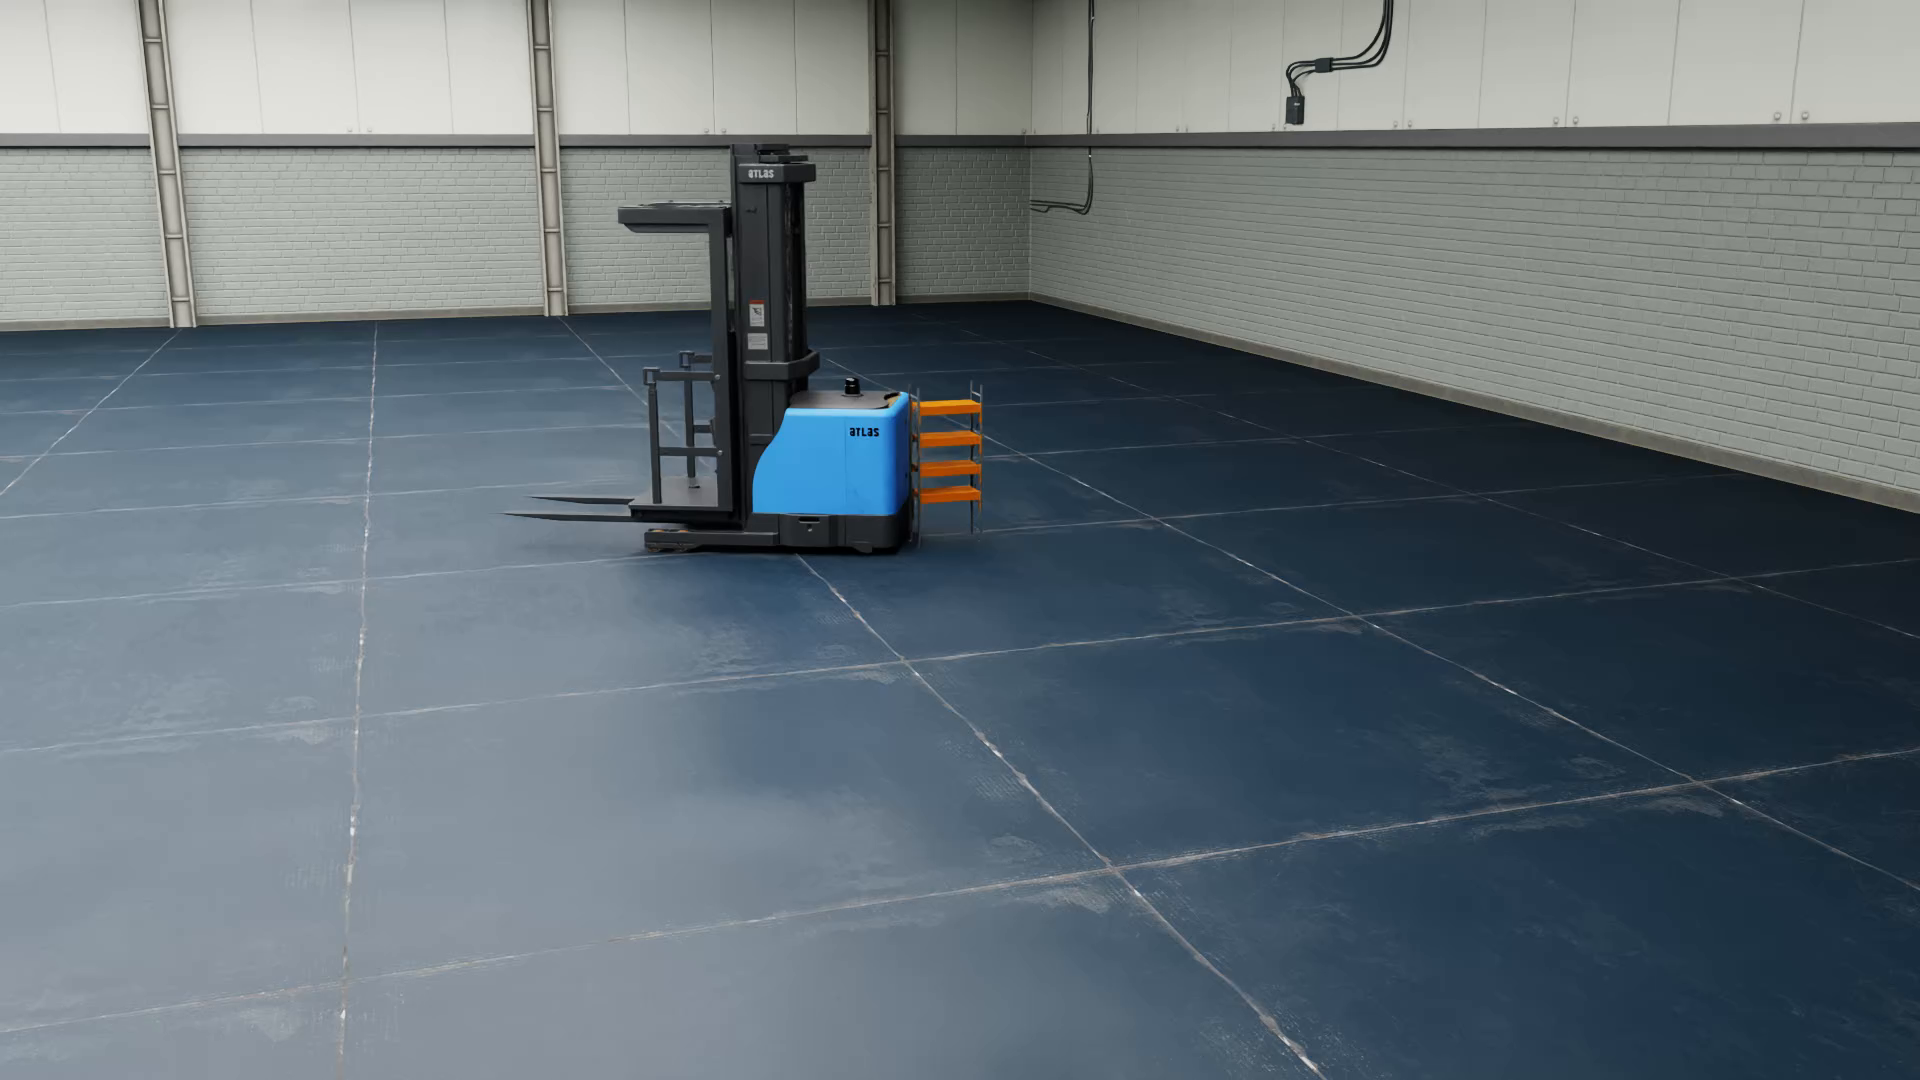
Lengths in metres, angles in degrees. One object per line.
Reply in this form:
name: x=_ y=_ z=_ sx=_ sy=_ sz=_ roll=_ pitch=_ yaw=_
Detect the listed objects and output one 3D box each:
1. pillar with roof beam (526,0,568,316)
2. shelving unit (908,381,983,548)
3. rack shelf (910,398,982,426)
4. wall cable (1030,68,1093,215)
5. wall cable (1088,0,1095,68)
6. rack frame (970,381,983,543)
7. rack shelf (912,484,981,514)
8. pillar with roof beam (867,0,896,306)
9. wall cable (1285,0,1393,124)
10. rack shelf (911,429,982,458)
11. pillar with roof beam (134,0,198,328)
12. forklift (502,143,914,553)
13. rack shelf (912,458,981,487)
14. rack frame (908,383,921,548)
pillar with roof beam: x=-5.751 y=-7.403 z=24.318 sx=0.400 sy=9.000 sz=9.100 roll=-4 pitch=14 yaw=-18
shelving unit: x=-0.106 y=-0.570 z=12.447 sx=0.503 sy=1.200 sz=0.258 roll=-4 pitch=14 yaw=-18
rack shelf: x=-0.106 y=-0.953 z=12.356 sx=0.480 sy=0.148 sz=0.258 roll=-4 pitch=14 yaw=-18
wall cable: x=1.777 y=-7.206 z=30.203 sx=0.112 sy=2.526 sz=3.097 roll=-4 pitch=14 yaw=-18
wall cable: x=2.640 y=-9.070 z=27.124 sx=0.112 sy=2.526 sz=3.097 roll=-4 pitch=14 yaw=-18
rack frame: x=0.125 y=-0.588 z=12.523 sx=0.015 sy=1.200 sz=0.240 roll=-4 pitch=14 yaw=-18
rack shelf: x=-0.106 y=-0.312 z=12.509 sx=0.480 sy=0.148 sz=0.258 roll=-4 pitch=14 yaw=-18
pillar with roof beam: x=-0.064 y=-7.845 z=26.180 sx=0.400 sy=9.000 sz=9.100 roll=-4 pitch=14 yaw=-18
wall cable: x=4.790 y=-8.288 z=20.692 sx=0.169 sy=6.003 sz=2.305 roll=-4 pitch=14 yaw=-18
rack shelf: x=-0.106 y=-0.722 z=12.411 sx=0.480 sy=0.148 sz=0.258 roll=-4 pitch=14 yaw=-18
pillar with roof beam: x=-11.437 y=-6.960 z=22.456 sx=0.400 sy=9.000 sz=9.100 roll=-4 pitch=14 yaw=-18
forklift: x=-1.911 y=-1.452 z=12.414 sx=3.031 sy=2.935 sz=1.130 roll=1 pitch=13 yaw=5
rack shelf: x=-0.106 y=-0.505 z=12.463 sx=0.480 sy=0.148 sz=0.258 roll=-4 pitch=14 yaw=-18
rack frame: x=-0.338 y=-0.552 z=12.372 sx=0.015 sy=1.200 sz=0.240 roll=-4 pitch=14 yaw=-18
